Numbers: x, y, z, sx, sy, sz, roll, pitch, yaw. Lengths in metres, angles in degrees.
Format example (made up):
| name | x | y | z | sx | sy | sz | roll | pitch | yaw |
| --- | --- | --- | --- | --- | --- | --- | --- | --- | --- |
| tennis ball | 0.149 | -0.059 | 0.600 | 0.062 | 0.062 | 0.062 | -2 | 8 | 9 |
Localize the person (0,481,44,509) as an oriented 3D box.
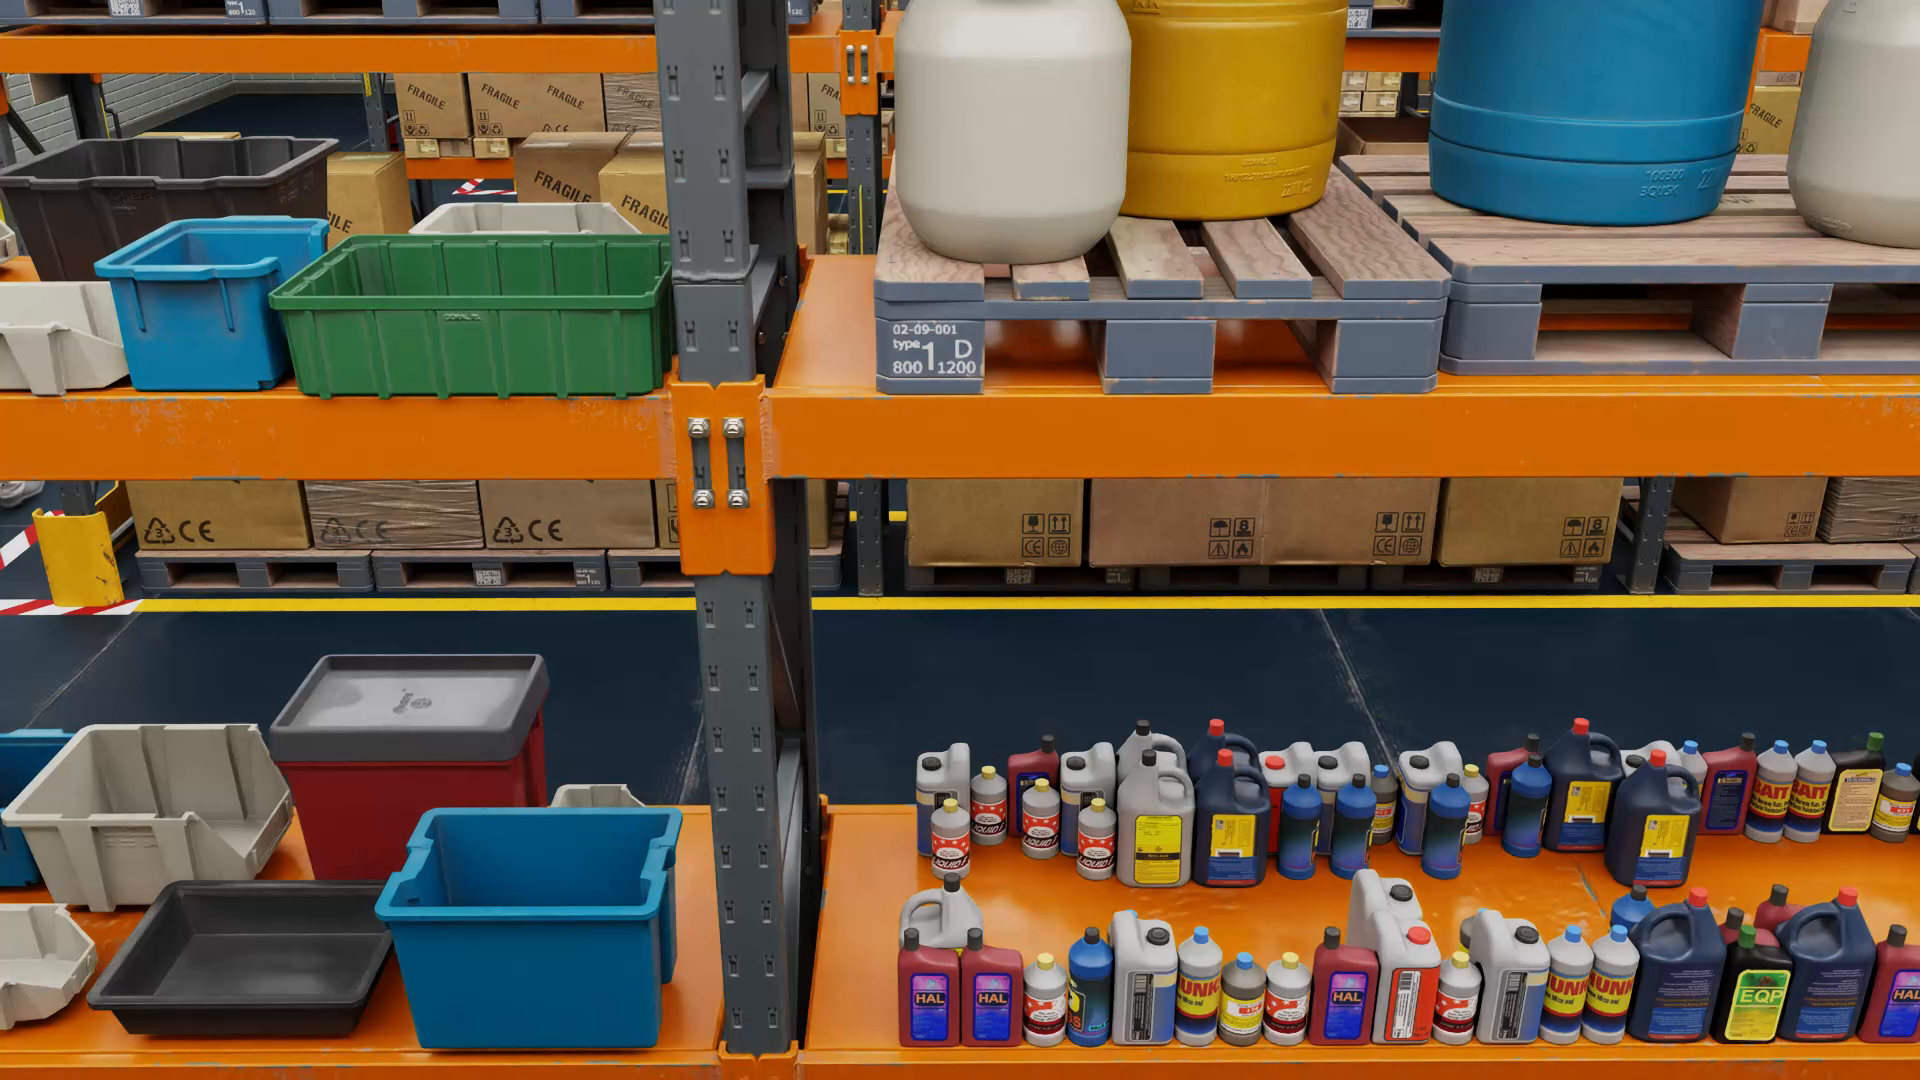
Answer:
| name | x | y | z | sx | sy | sz | roll | pitch | yaw |
| --- | --- | --- | --- | --- | --- | --- | --- | --- | --- |
| person | -5.588 | -0.953 | 9.217 | 0.617 | 1.771 | 0.770 | 2 | 24 | 5 |
